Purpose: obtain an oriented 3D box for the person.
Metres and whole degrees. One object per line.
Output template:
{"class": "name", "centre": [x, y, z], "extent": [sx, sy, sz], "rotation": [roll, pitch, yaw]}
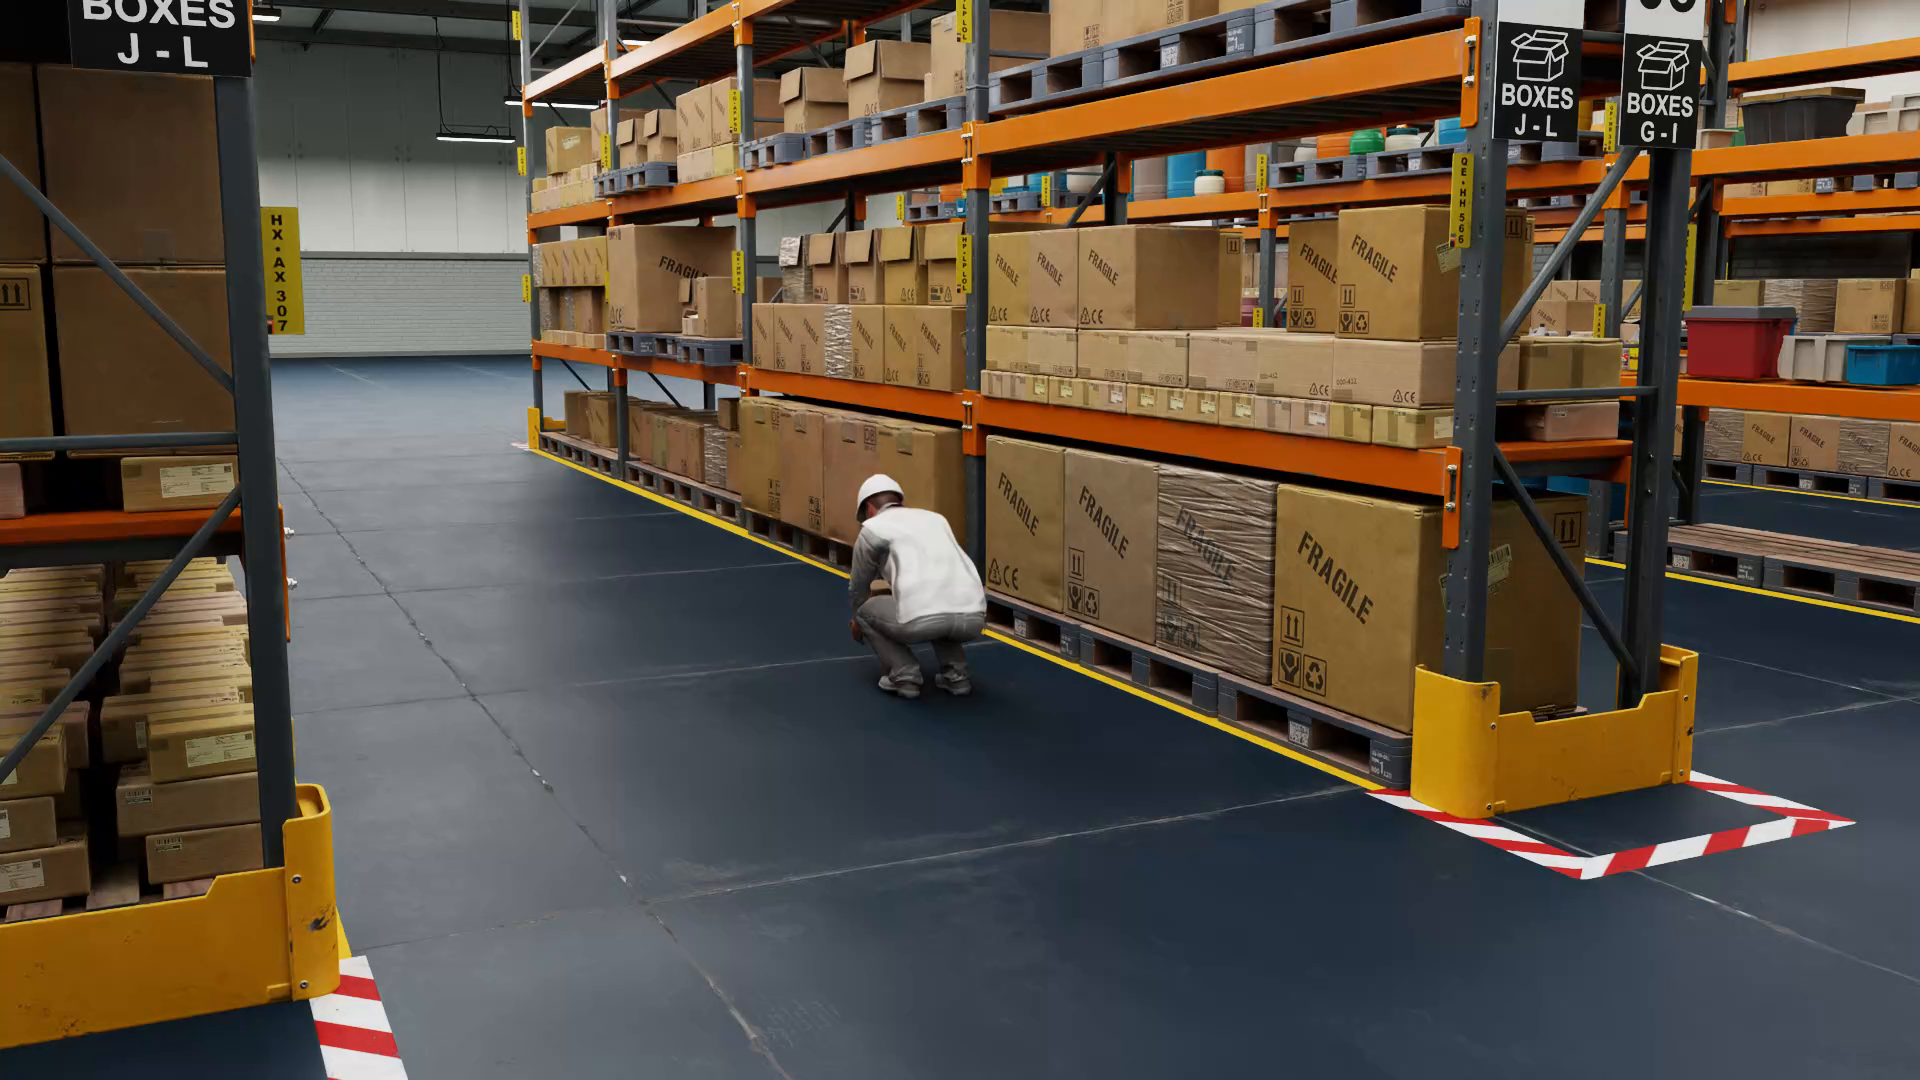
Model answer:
{"class": "person", "centre": [-0.226, 0.213, 7.948], "extent": [0.534, 1.011, 0.855], "rotation": [-4, 9, -26]}
